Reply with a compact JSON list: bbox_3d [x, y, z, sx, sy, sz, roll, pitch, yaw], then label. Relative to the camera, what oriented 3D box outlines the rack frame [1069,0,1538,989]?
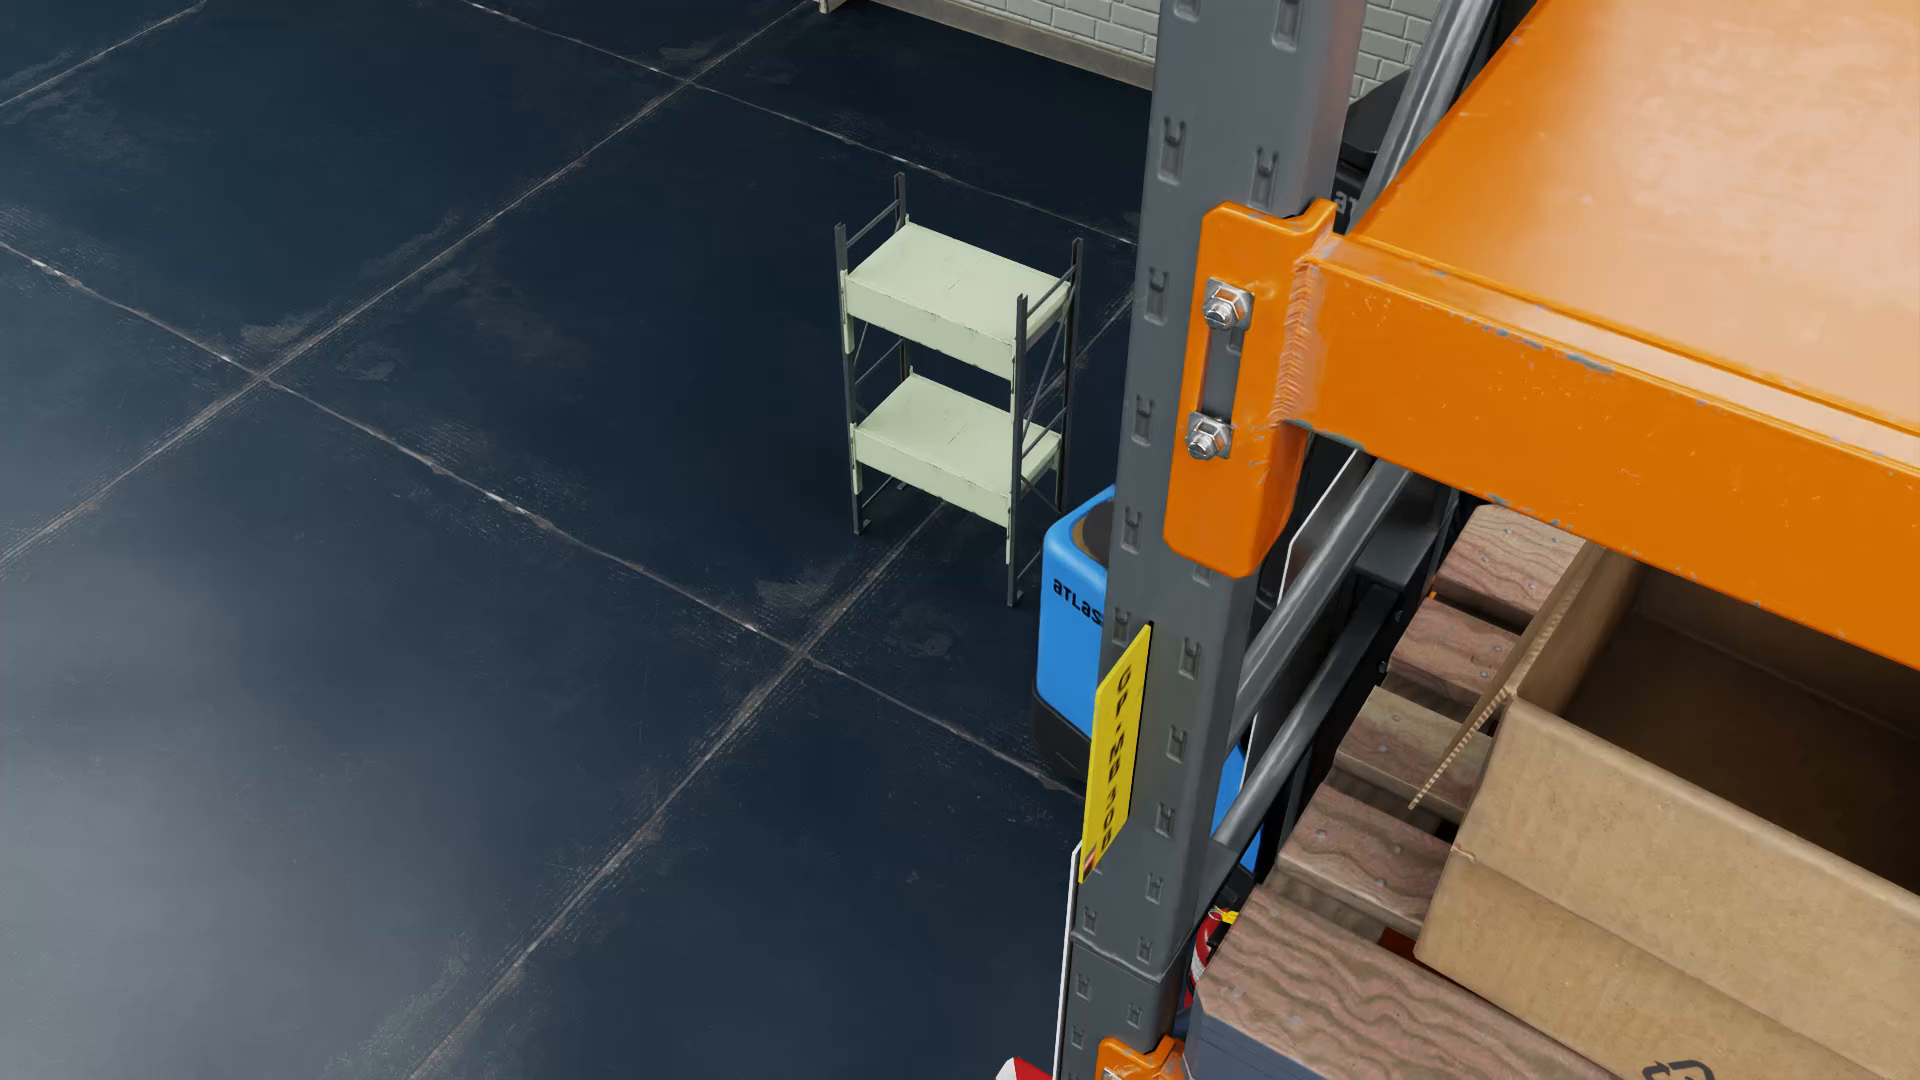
[{"bbox_3d":[0.460,-0.822,1.274,0.127,3.000,1.000,25,51,22],"label":"rack frame"}]

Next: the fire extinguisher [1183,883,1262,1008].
[{"bbox_3d":[0.611,0.969,3.771,0.183,0.674,0.296,25,51,22],"label":"fire extinguisher"}]

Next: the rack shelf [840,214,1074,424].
[{"bbox_3d":[-0.006,-0.797,5.935,0.720,0.370,0.431,25,51,22],"label":"rack shelf"}]

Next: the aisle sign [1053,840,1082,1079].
[{"bbox_3d":[0.239,0.522,2.339,0.004,0.787,0.394,25,51,22],"label":"aisle sign"}]

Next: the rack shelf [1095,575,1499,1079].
[{"bbox_3d":[2.143,1.248,1.856,4.000,0.370,1.077,25,51,22],"label":"rack shelf"}]

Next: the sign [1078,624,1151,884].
[{"bbox_3d":[0.155,0.224,1.685,0.005,0.325,0.100,25,51,22],"label":"sign"}]

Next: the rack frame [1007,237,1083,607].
[{"bbox_3d":[0.302,-0.384,6.077,0.023,1.500,0.400,25,51,22],"label":"rack frame"}]

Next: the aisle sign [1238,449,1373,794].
[{"bbox_3d":[0.563,0.160,2.691,0.004,0.787,0.394,25,51,22],"label":"aisle sign"}]

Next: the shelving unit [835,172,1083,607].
[{"bbox_3d":[-0.006,-0.525,6.215,0.755,1.500,0.431,25,51,22],"label":"shelving unit"}]

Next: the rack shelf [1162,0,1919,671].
[{"bbox_3d":[2.143,0.342,0.923,4.000,0.370,1.077,25,51,22],"label":"rack shelf"}]

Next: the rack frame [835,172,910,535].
[{"bbox_3d":[-0.314,-0.667,6.352,0.023,1.500,0.400,25,51,22],"label":"rack frame"}]

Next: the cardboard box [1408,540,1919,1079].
[{"bbox_3d":[0.941,0.217,1.894,0.637,0.503,0.797,28,52,25],"label":"cardboard box"}]

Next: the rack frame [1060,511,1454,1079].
[{"bbox_3d":[0.460,1.268,3.426,0.127,3.000,1.000,25,51,22],"label":"rack frame"}]

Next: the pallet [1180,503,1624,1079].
[{"bbox_3d":[1.041,0.543,2.101,1.213,0.211,1.003,25,51,22],"label":"pallet"}]

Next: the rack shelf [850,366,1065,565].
[{"bbox_3d":[-0.006,-0.298,6.448,0.720,0.370,0.431,25,51,22],"label":"rack shelf"}]

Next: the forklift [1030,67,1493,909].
[{"bbox_3d":[1.614,0.250,4.464,1.130,2.935,3.031,-33,54,-28],"label":"forklift"}]
